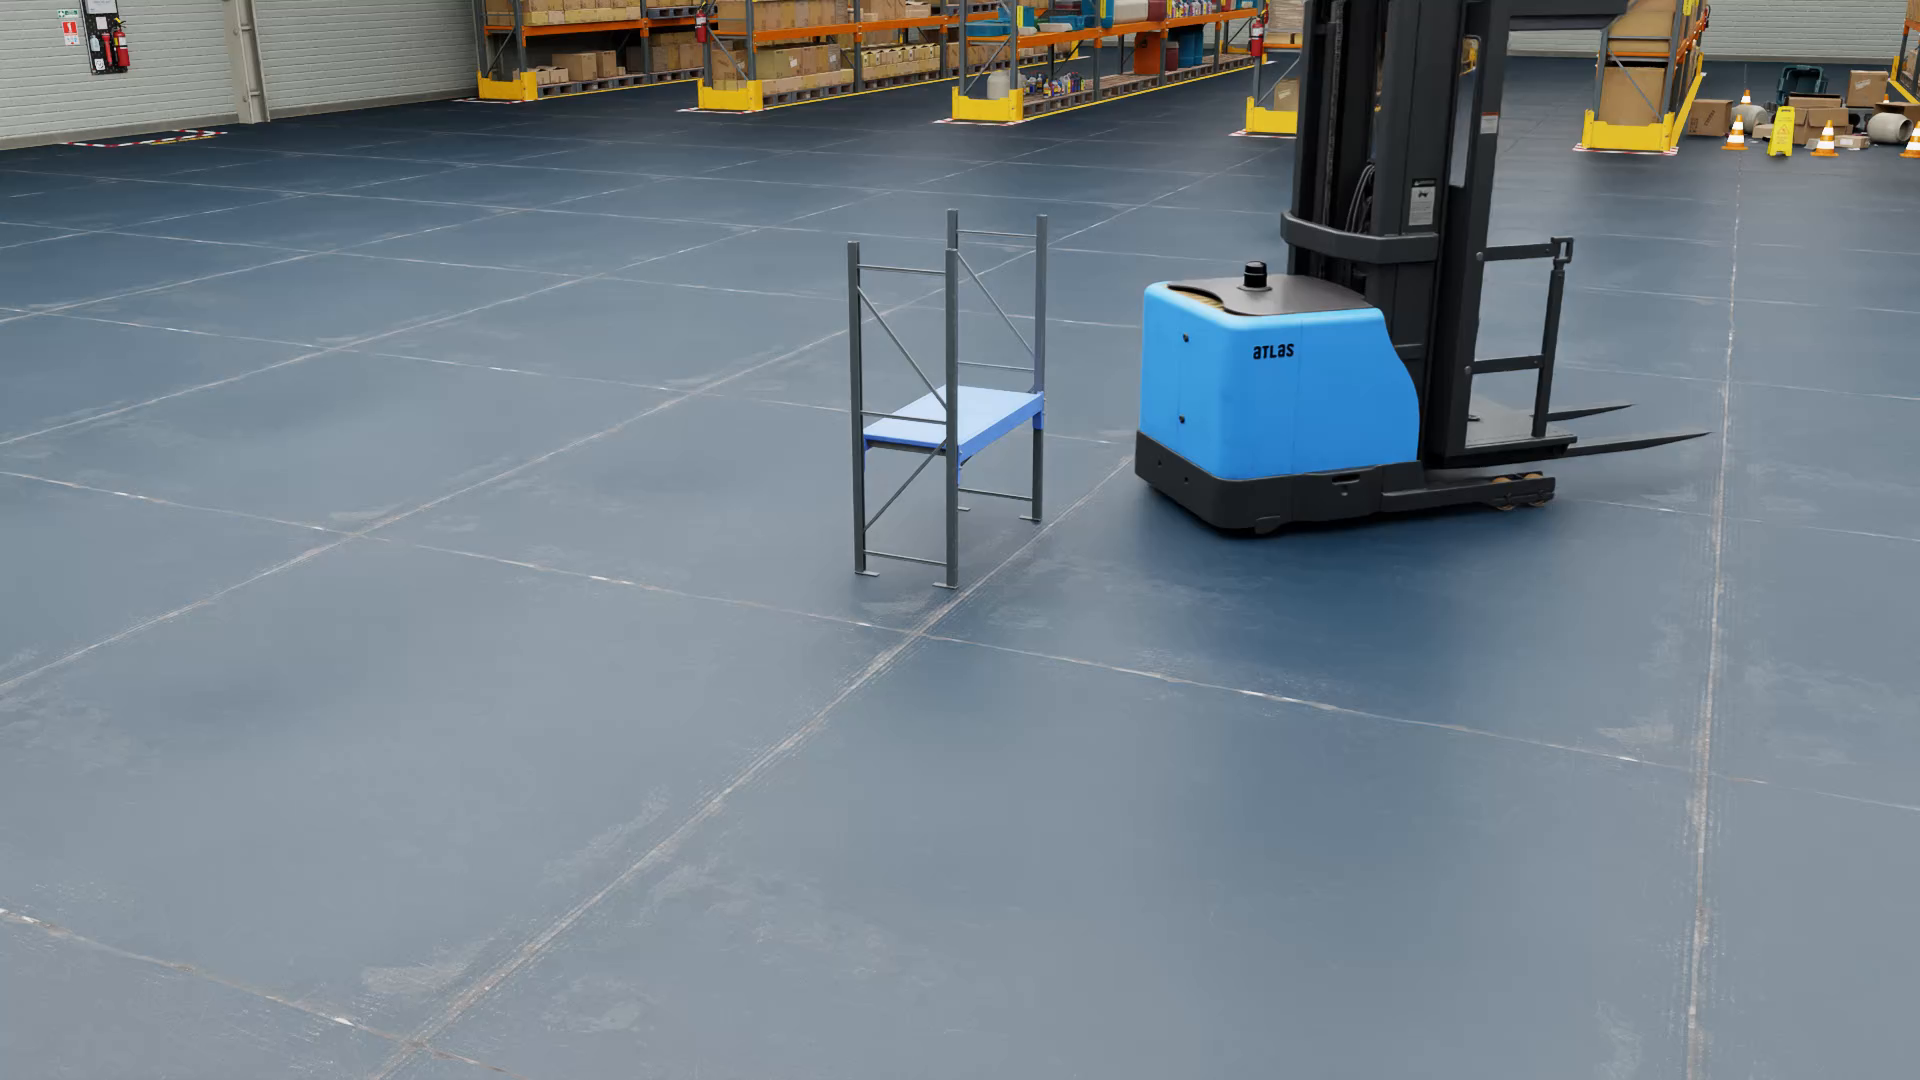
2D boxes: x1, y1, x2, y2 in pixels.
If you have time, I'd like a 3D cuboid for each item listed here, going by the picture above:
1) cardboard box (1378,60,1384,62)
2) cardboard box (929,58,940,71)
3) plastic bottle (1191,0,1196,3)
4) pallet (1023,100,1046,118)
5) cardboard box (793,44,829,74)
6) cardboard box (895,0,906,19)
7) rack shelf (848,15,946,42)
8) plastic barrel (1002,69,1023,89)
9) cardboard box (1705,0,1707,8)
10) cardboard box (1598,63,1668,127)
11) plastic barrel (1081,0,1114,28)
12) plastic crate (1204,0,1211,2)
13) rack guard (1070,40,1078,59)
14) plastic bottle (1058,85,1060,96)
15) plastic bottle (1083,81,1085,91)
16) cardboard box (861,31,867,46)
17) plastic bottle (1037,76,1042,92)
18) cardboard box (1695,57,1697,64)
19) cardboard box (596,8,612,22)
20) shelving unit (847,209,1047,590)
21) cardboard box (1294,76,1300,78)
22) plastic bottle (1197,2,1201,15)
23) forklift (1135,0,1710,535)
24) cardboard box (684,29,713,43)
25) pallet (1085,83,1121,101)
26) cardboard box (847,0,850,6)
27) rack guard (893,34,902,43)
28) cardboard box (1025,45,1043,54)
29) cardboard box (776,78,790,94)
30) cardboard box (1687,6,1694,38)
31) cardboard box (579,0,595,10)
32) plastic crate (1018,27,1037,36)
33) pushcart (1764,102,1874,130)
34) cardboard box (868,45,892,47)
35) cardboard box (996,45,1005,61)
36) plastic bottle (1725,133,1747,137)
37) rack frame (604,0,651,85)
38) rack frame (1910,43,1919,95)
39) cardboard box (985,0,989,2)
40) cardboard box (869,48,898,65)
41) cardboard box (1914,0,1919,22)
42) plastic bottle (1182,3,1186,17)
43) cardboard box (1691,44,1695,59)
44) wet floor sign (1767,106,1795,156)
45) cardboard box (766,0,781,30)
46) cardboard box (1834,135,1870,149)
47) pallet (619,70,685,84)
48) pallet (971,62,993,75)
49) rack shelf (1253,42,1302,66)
[{"bbox_3d":[7.563,-8.627,30.824,0.700,0.500,0.500,11,22,27],"label":"cardboard box"},{"bbox_3d":[-0.769,-10.219,35.704,0.500,0.250,0.500,9,22,24],"label":"cardboard box"},{"bbox_3d":[5.095,-11.667,36.372,0.144,0.351,0.185,9,21,23],"label":"plastic bottle"},{"bbox_3d":[0.791,-7.348,28.316,1.003,0.211,1.213,9,21,23],"label":"pallet"},{"bbox_3d":[-2.821,-9.068,31.347,0.500,0.500,0.500,9,21,23],"label":"cardboard box"},{"bbox_3d":[-1.448,-11.043,34.395,0.500,0.500,0.500,7,21,20],"label":"cardboard box"},{"bbox_3d":[-1.595,-10.561,34.261,1.077,0.370,4.000,9,21,23],"label":"rack shelf"},{"bbox_3d":[0.871,-7.775,28.442,0.421,0.512,0.421,0,20,0],"label":"plastic barrel"},{"bbox_3d":[16.071,-11.899,36.358,0.500,0.500,0.500,9,21,24],"label":"cardboard box"},{"bbox_3d":[9.685,-6.407,24.052,0.875,0.875,0.875,9,21,23],"label":"cardboard box"},{"bbox_3d":[2.538,-9.920,30.638,0.600,0.901,0.708,9,21,23],"label":"plastic barrel"},{"bbox_3d":[5.954,-12.701,39.365,0.416,0.233,0.300,9,21,23],"label":"plastic crate"},{"bbox_3d":[2.469,-12.756,43.090,1.175,0.500,0.348,9,21,23],"label":"rack guard"},{"bbox_3d":[1.714,-7.951,29.368,0.097,0.201,0.097,0,20,0],"label":"plastic bottle"},{"bbox_3d":[2.239,-8.343,30.470,0.097,0.201,0.097,0,20,0],"label":"plastic bottle"},{"bbox_3d":[-2.838,-12.957,43.029,0.700,0.500,0.500,9,22,24],"label":"cardboard box"},{"bbox_3d":[1.445,-8.279,30.186,0.097,0.271,0.097,0,20,0],"label":"plastic bottle"},{"bbox_3d":[15.443,-10.196,35.346,0.380,0.149,0.250,9,21,23],"label":"cardboard box"},{"bbox_3d":[-7.256,-10.412,32.964,0.500,0.250,0.500,8,21,22],"label":"cardboard box"},{"bbox_3d":[-0.035,-0.681,7.644,0.538,1.500,1.048,9,21,23],"label":"shelving unit"},{"bbox_3d":[5.743,-7.290,27.095,0.500,0.500,0.500,11,22,28],"label":"cardboard box"},{"bbox_3d":[5.157,-11.564,36.194,0.152,0.276,0.135,9,21,23],"label":"plastic bottle"},{"bbox_3d":[2.493,-1.688,8.341,3.031,2.935,1.130,-7,21,-18],"label":"forklift"},{"bbox_3d":[-5.835,-11.180,36.883,0.500,0.250,0.500,9,21,24],"label":"cardboard box"},{"bbox_3d":[2.390,-8.539,31.665,1.003,0.211,1.213,9,21,23],"label":"pallet"},{"bbox_3d":[-3.118,-13.940,42.241,0.980,0.700,0.700,8,21,21],"label":"cardboard box"},{"bbox_3d":[-2.011,-13.465,45.084,1.175,0.500,0.348,9,21,23],"label":"rack guard"},{"bbox_3d":[1.627,-12.340,41.260,0.797,0.503,0.637,9,21,23],"label":"cardboard box"},{"bbox_3d":[-3.428,-8.255,30.180,0.500,0.250,0.500,9,21,23],"label":"cardboard box"},{"bbox_3d":[11.567,-8.387,26.927,0.500,0.500,0.500,9,21,23],"label":"cardboard box"},{"bbox_3d":[-7.474,-10.607,32.393,0.500,0.500,0.500,9,22,24],"label":"cardboard box"},{"bbox_3d":[1.126,-8.490,27.758,0.298,0.136,0.250,9,21,23],"label":"plastic crate"},{"bbox_3d":[13.563,-6.630,26.049,1.648,0.377,0.936,1,20,4],"label":"pushcart"},{"bbox_3d":[-1.677,-10.241,34.927,0.500,0.311,0.500,8,21,21],"label":"cardboard box"},{"bbox_3d":[0.711,-11.423,38.687,0.500,0.500,0.500,9,21,23],"label":"cardboard box"},{"bbox_3d":[11.667,-6.086,24.991,0.283,0.061,0.133,1,20,4],"label":"plastic bottle"},{"bbox_3d":[-6.935,-10.967,34.330,1.000,3.000,0.127,9,21,23],"label":"rack frame"},{"bbox_3d":[18.939,-10.014,31.649,1.000,3.000,0.127,9,21,23],"label":"rack frame"},{"bbox_3d":[0.240,-12.646,38.275,0.700,0.500,0.500,12,23,31],"label":"cardboard box"},{"bbox_3d":[-1.597,-9.858,33.851,0.500,0.311,0.500,8,21,21],"label":"cardboard box"},{"bbox_3d":[19.294,-10.551,33.012,0.500,0.500,0.500,8,21,22],"label":"cardboard box"},{"bbox_3d":[4.729,-11.210,35.188,0.061,0.283,0.133,9,21,23],"label":"plastic bottle"},{"bbox_3d":[13.669,-9.295,31.613,0.500,0.250,0.500,9,21,23],"label":"cardboard box"},{"bbox_3d":[11.263,-5.604,22.763,0.267,0.644,0.232,5,20,13],"label":"wet floor sign"},{"bbox_3d":[-3.638,-9.415,29.816,0.700,0.500,0.500,9,22,24],"label":"cardboard box"},{"bbox_3d":[12.719,-5.680,23.718,0.250,0.149,0.380,-14,24,-33],"label":"cardboard box"},{"bbox_3d":[-6.617,-9.891,35.467,1.003,0.211,1.213,9,21,23],"label":"pallet"},{"bbox_3d":[0.065,-10.792,37.999,1.003,0.211,1.213,9,21,23],"label":"pallet"},{"bbox_3d":[5.803,-7.978,26.998,1.077,0.370,4.000,9,21,23],"label":"rack shelf"}]
